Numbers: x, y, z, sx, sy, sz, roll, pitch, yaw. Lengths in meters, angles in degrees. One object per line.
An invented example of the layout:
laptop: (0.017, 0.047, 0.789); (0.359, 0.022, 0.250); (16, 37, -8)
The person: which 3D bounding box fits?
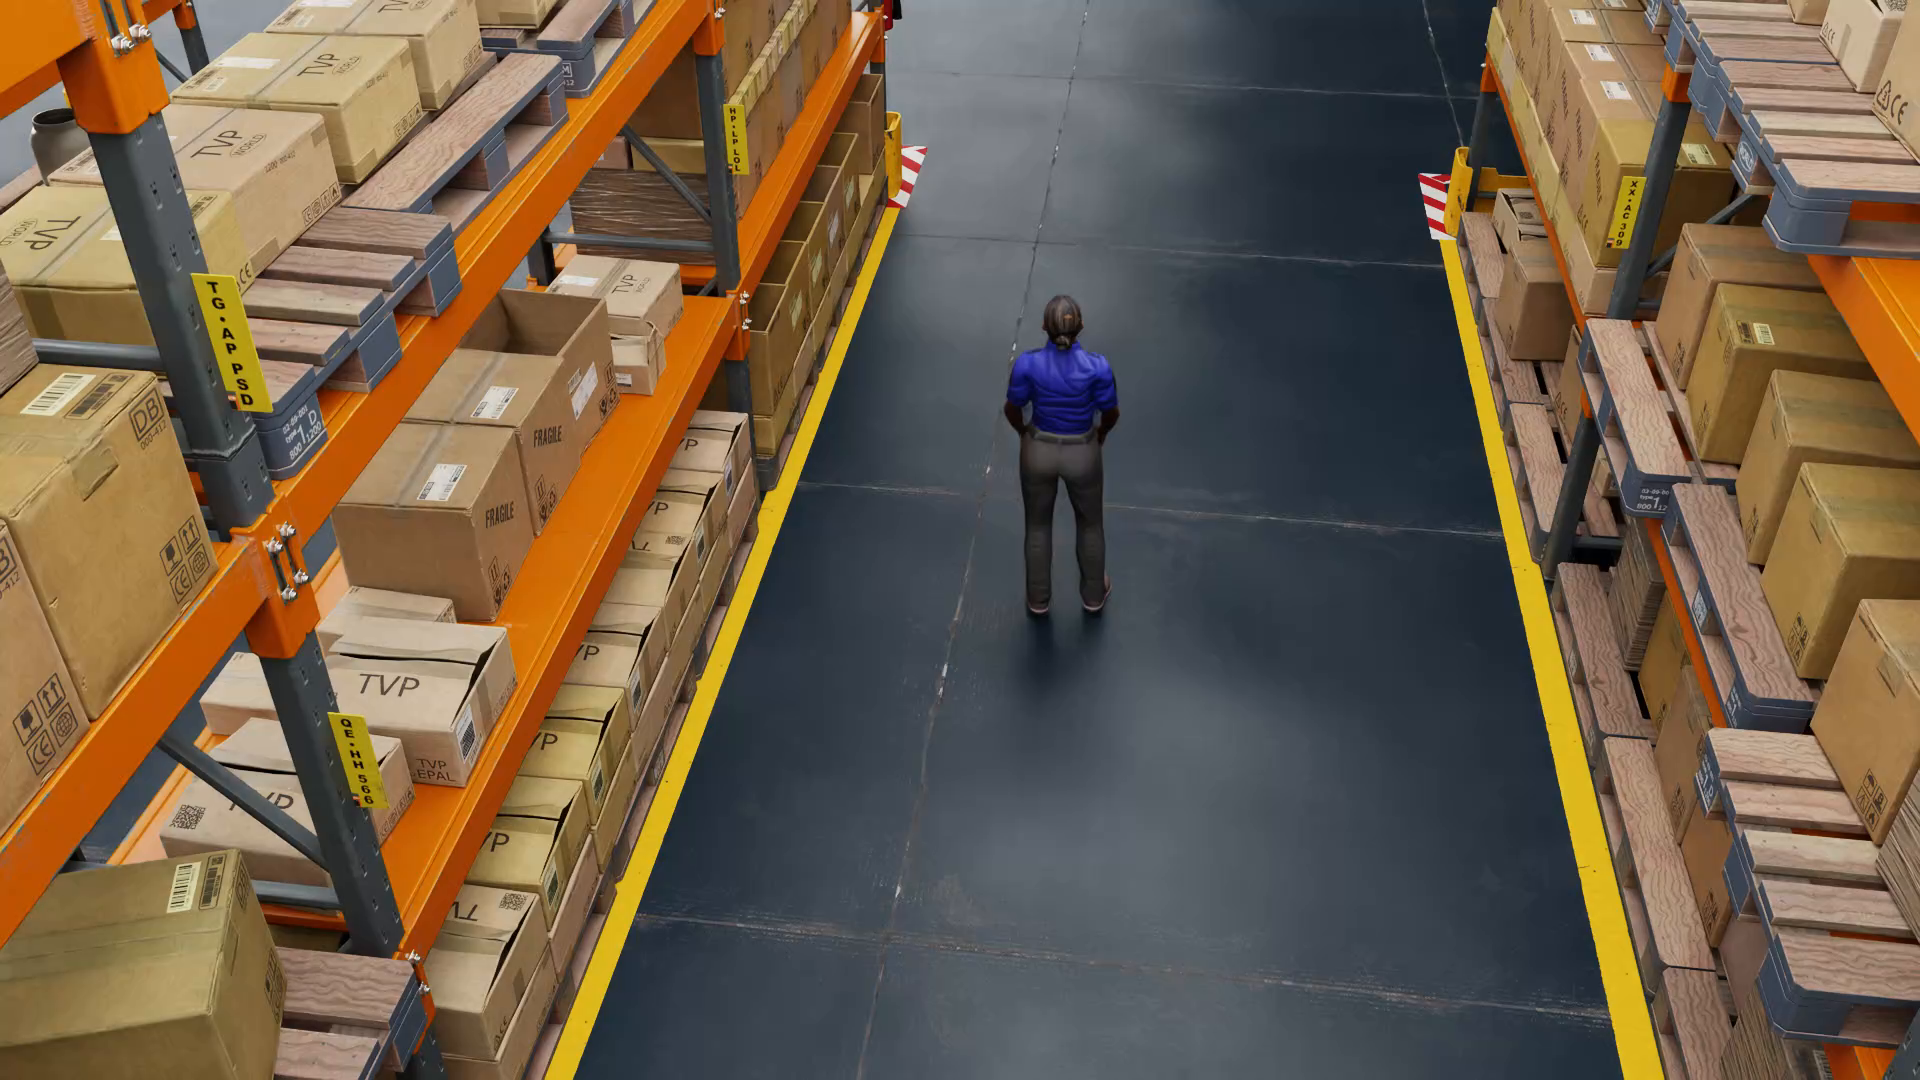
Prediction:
person: (0.465, -0.398, 7.580); (0.530, 1.658, 0.389); (4, 37, 6)
